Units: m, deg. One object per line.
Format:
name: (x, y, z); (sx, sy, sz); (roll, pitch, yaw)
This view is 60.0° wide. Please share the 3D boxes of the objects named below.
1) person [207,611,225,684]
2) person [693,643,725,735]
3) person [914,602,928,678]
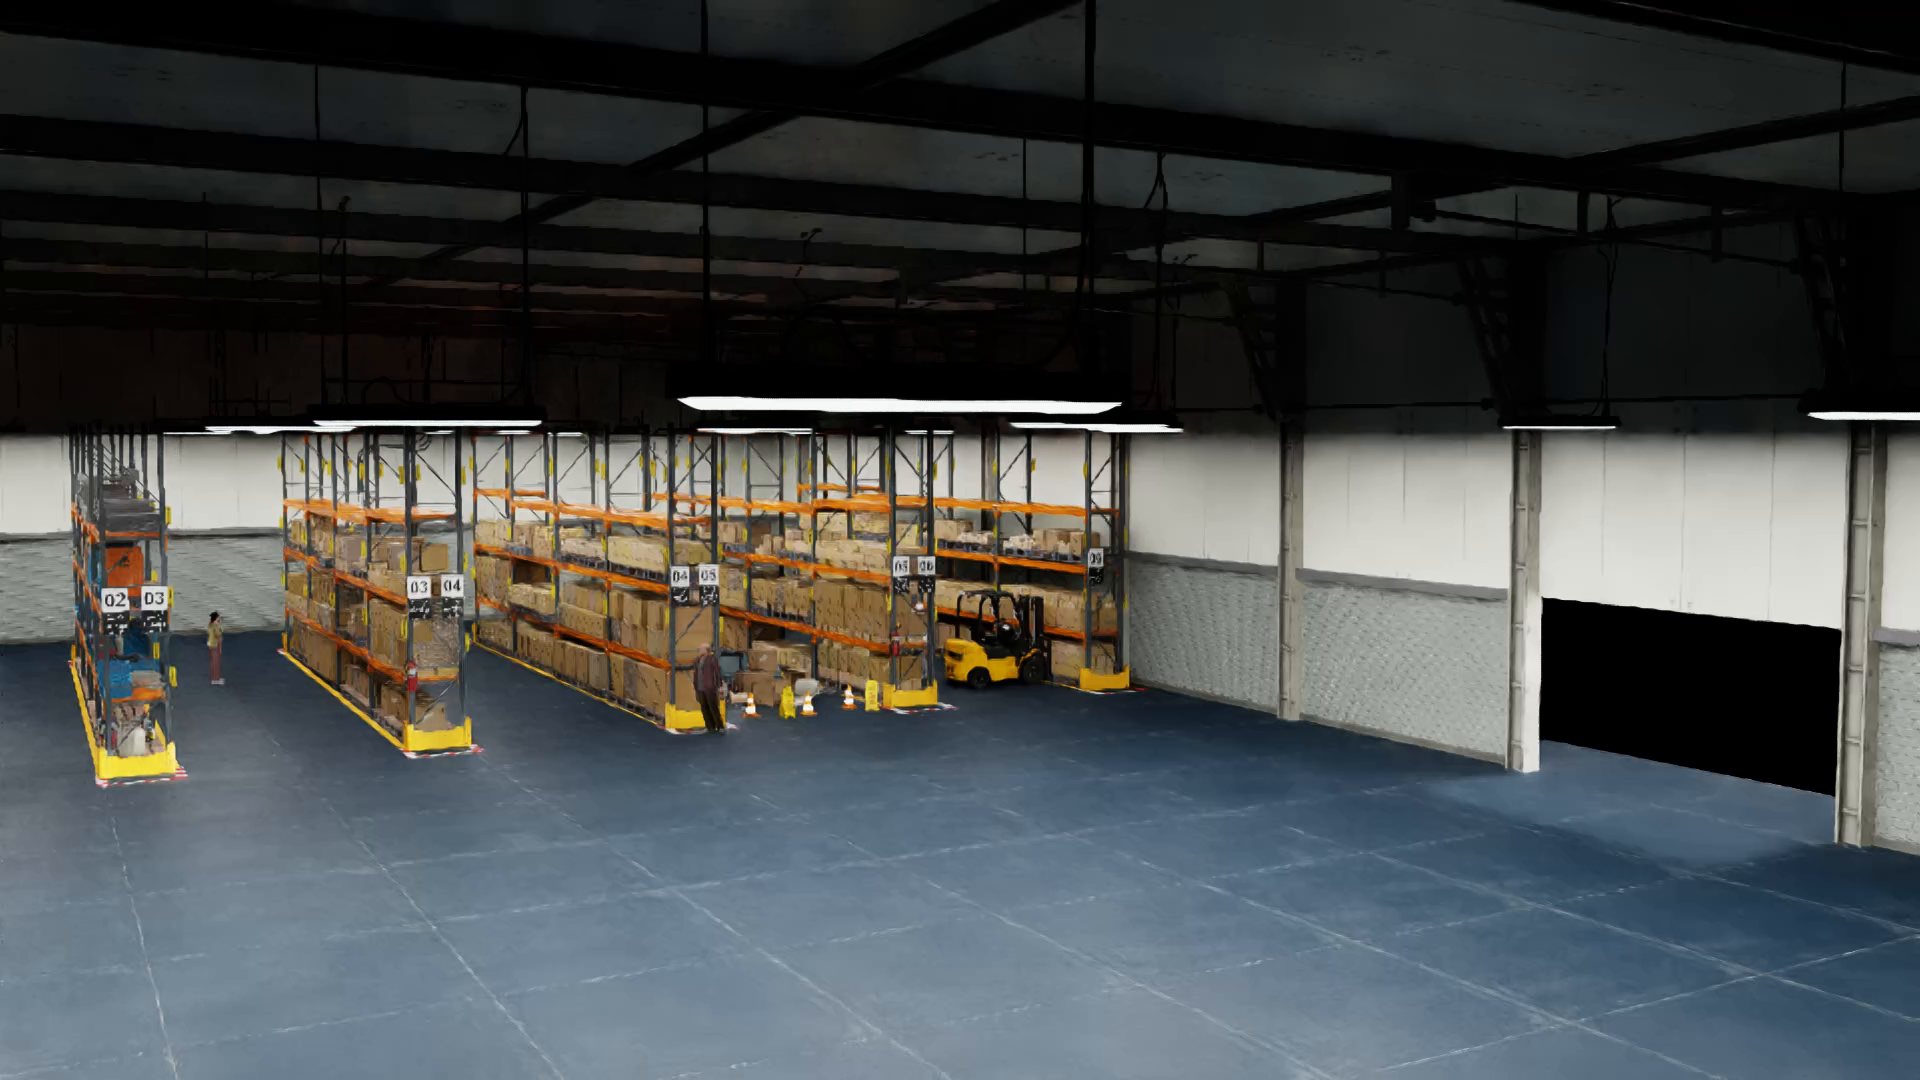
person: (-17.232, 2.486, 38.580); (0.540, 1.678, 0.454); (3, 4, 38)
person: (-4.819, 2.859, 32.066); (0.679, 1.770, 0.475); (2, 4, 28)
person: (-1.007, 2.373, 39.531); (0.493, 1.785, 0.616); (0, 4, 0)
